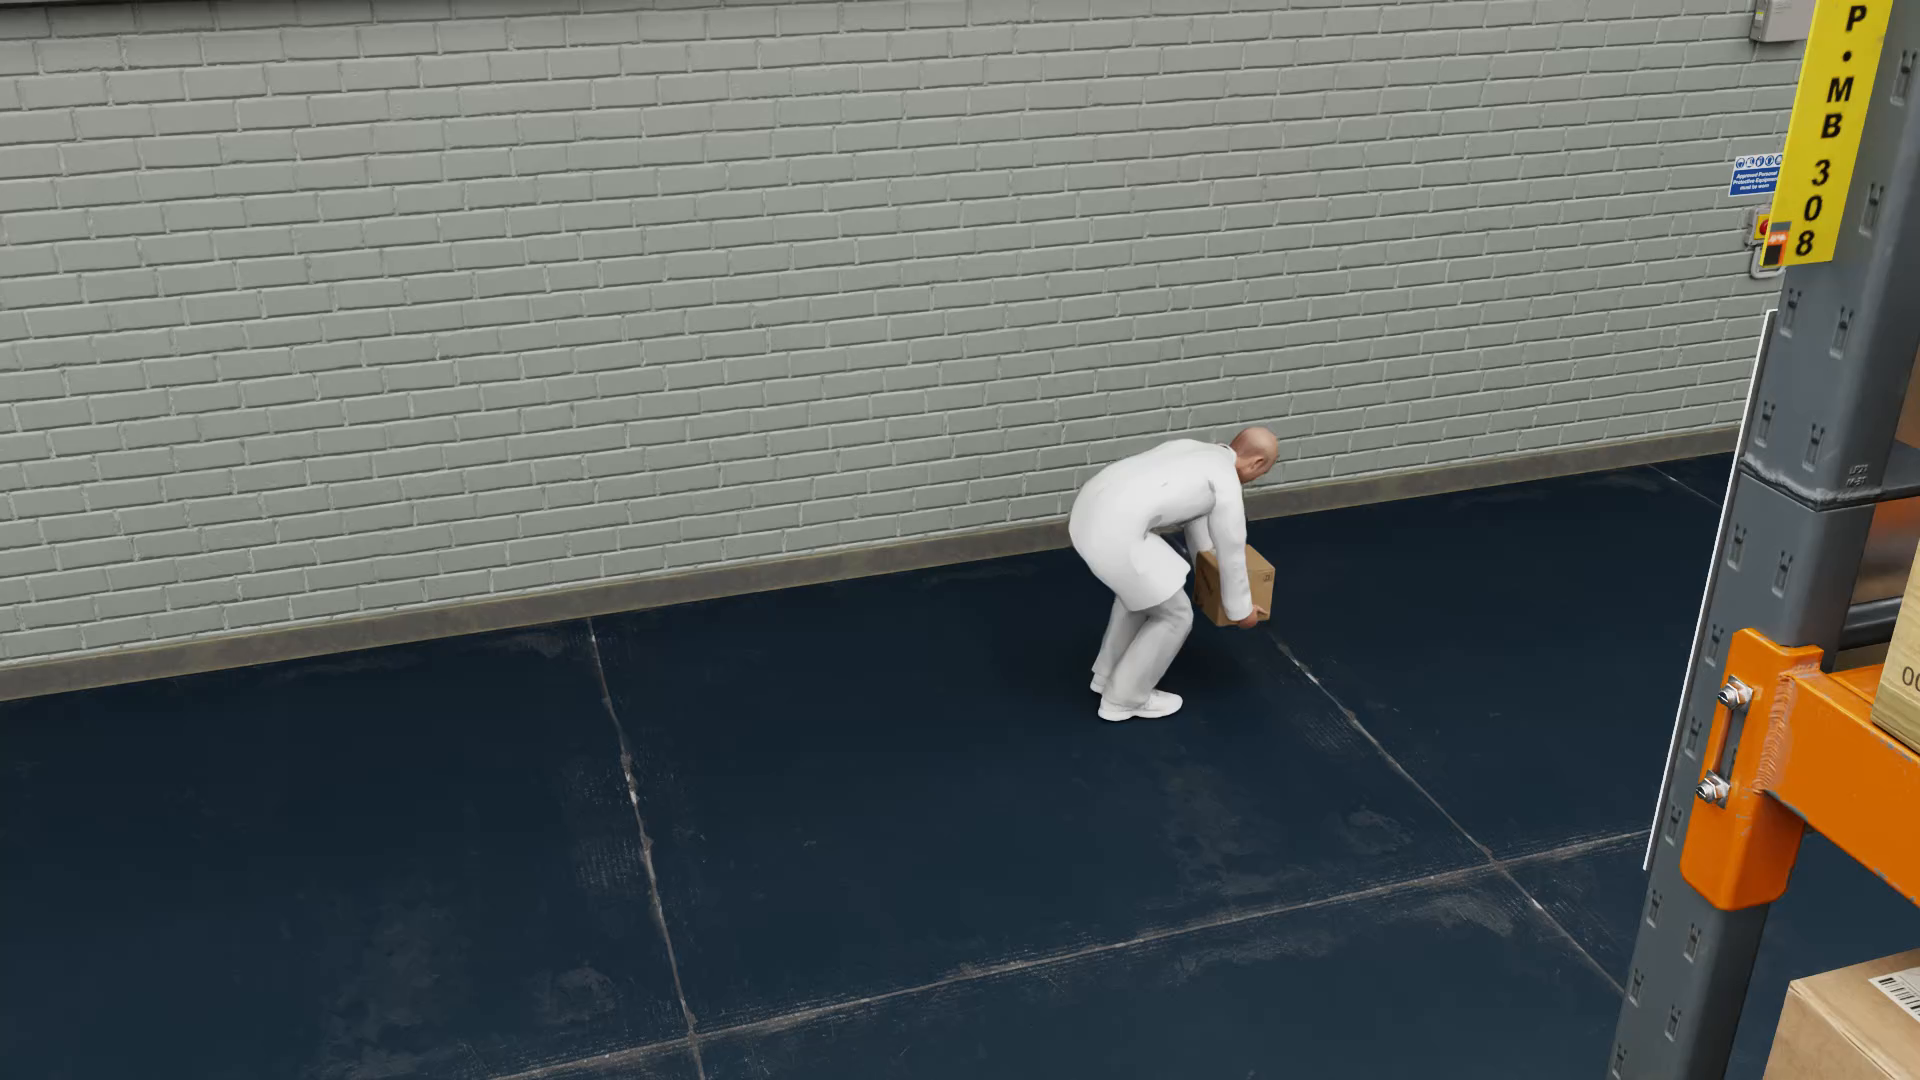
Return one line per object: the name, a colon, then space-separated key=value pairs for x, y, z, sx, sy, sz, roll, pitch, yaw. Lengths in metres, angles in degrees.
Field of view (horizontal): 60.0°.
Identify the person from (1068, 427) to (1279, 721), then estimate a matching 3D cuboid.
person: x=0.904 y=0.146 z=7.045 sx=0.930 sy=1.152 sz=0.573 roll=-9 pitch=28 yaw=-18
